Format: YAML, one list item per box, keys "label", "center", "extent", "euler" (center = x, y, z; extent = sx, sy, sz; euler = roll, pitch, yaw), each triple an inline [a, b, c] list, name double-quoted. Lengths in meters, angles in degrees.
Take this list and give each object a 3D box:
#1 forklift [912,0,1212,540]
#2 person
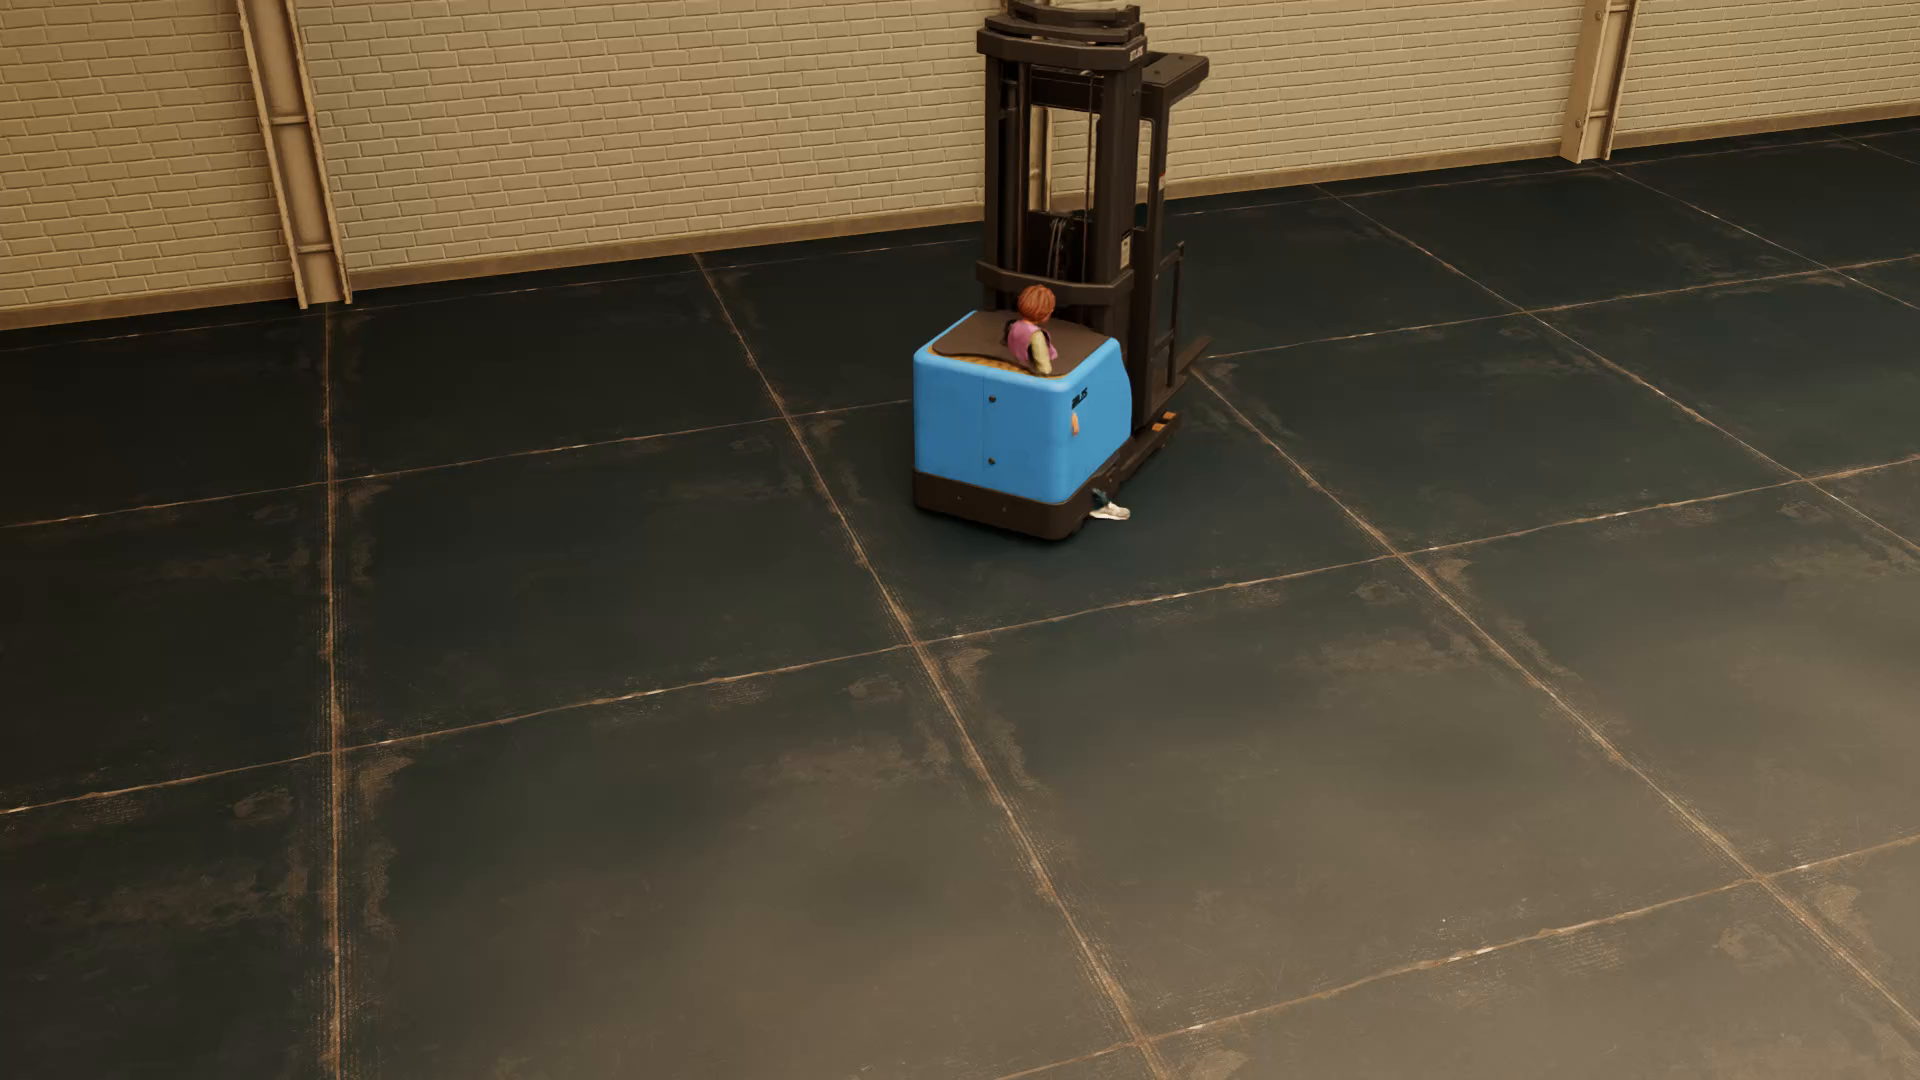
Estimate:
- label: "forklift"
  center: [0.842, -1.980, 10.528]
  extent: [1.130, 2.935, 3.031]
  euler: [15, 33, 24]
- label: "person"
  center: [0.635, -0.801, 9.954]
  extent: [0.726, 1.470, 0.720]
  euler: [-13, 33, -22]
